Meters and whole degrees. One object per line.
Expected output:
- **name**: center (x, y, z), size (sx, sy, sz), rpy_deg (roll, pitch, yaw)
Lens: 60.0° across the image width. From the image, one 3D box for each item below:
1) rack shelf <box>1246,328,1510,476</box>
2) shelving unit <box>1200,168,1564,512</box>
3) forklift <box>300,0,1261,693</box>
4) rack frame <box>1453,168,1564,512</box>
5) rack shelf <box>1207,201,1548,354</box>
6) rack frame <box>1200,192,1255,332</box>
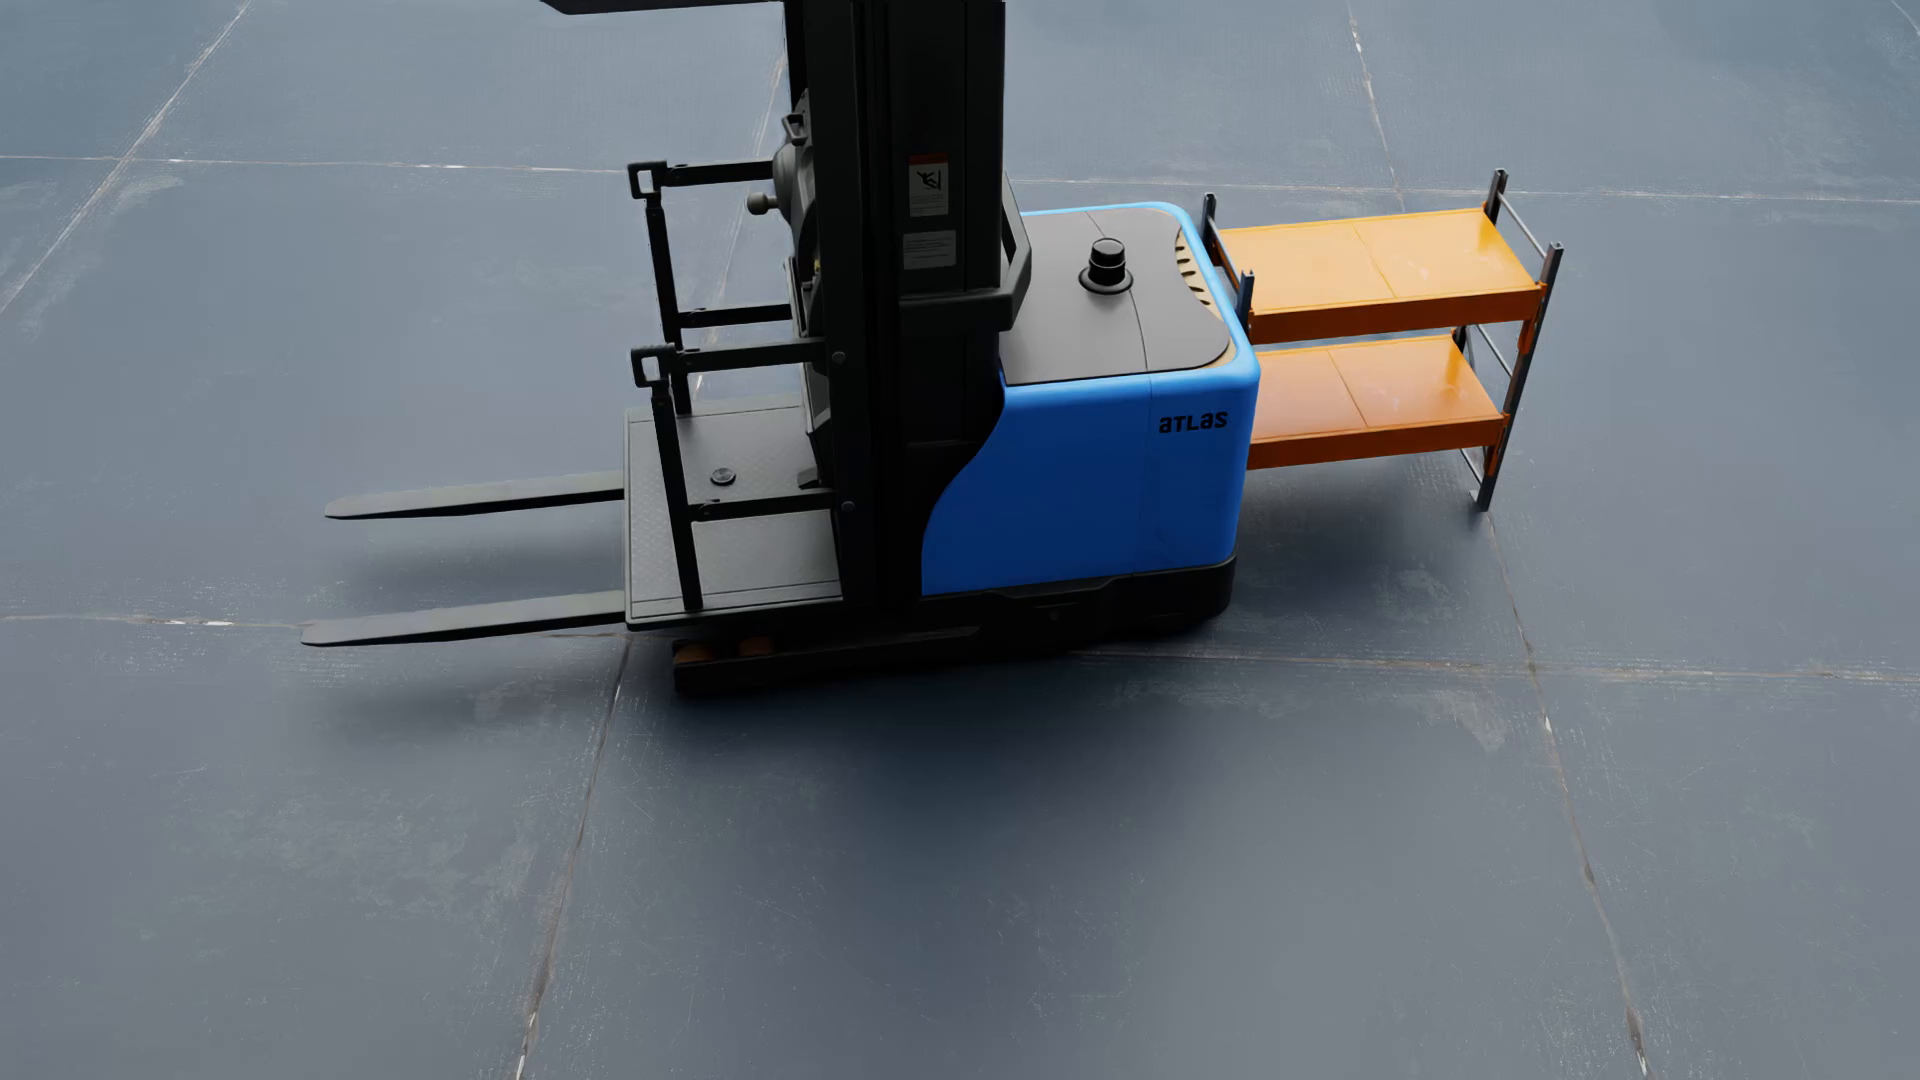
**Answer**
- **rack shelf**: center (1.370, -0.453, 5.968), size (1.000, 0.278, 0.538), rpy_deg (-6, 43, -6)
- **shelving unit**: center (1.370, -0.632, 5.802), size (1.048, 1.125, 0.538), rpy_deg (-6, 43, -6)
- **forklift**: center (-0.647, -0.964, 4.834), size (3.031, 2.935, 1.130), rpy_deg (-6, 43, -6)
- **rack frame**: center (1.872, -0.684, 5.858), size (0.032, 1.125, 0.500), rpy_deg (-6, 43, -6)
- **rack shelf**: center (1.370, -0.846, 5.602), size (1.000, 0.278, 0.538), rpy_deg (-6, 43, -6)
- **rack frame**: center (0.867, -0.579, 5.745), size (0.032, 1.125, 0.500), rpy_deg (-6, 43, -6)
